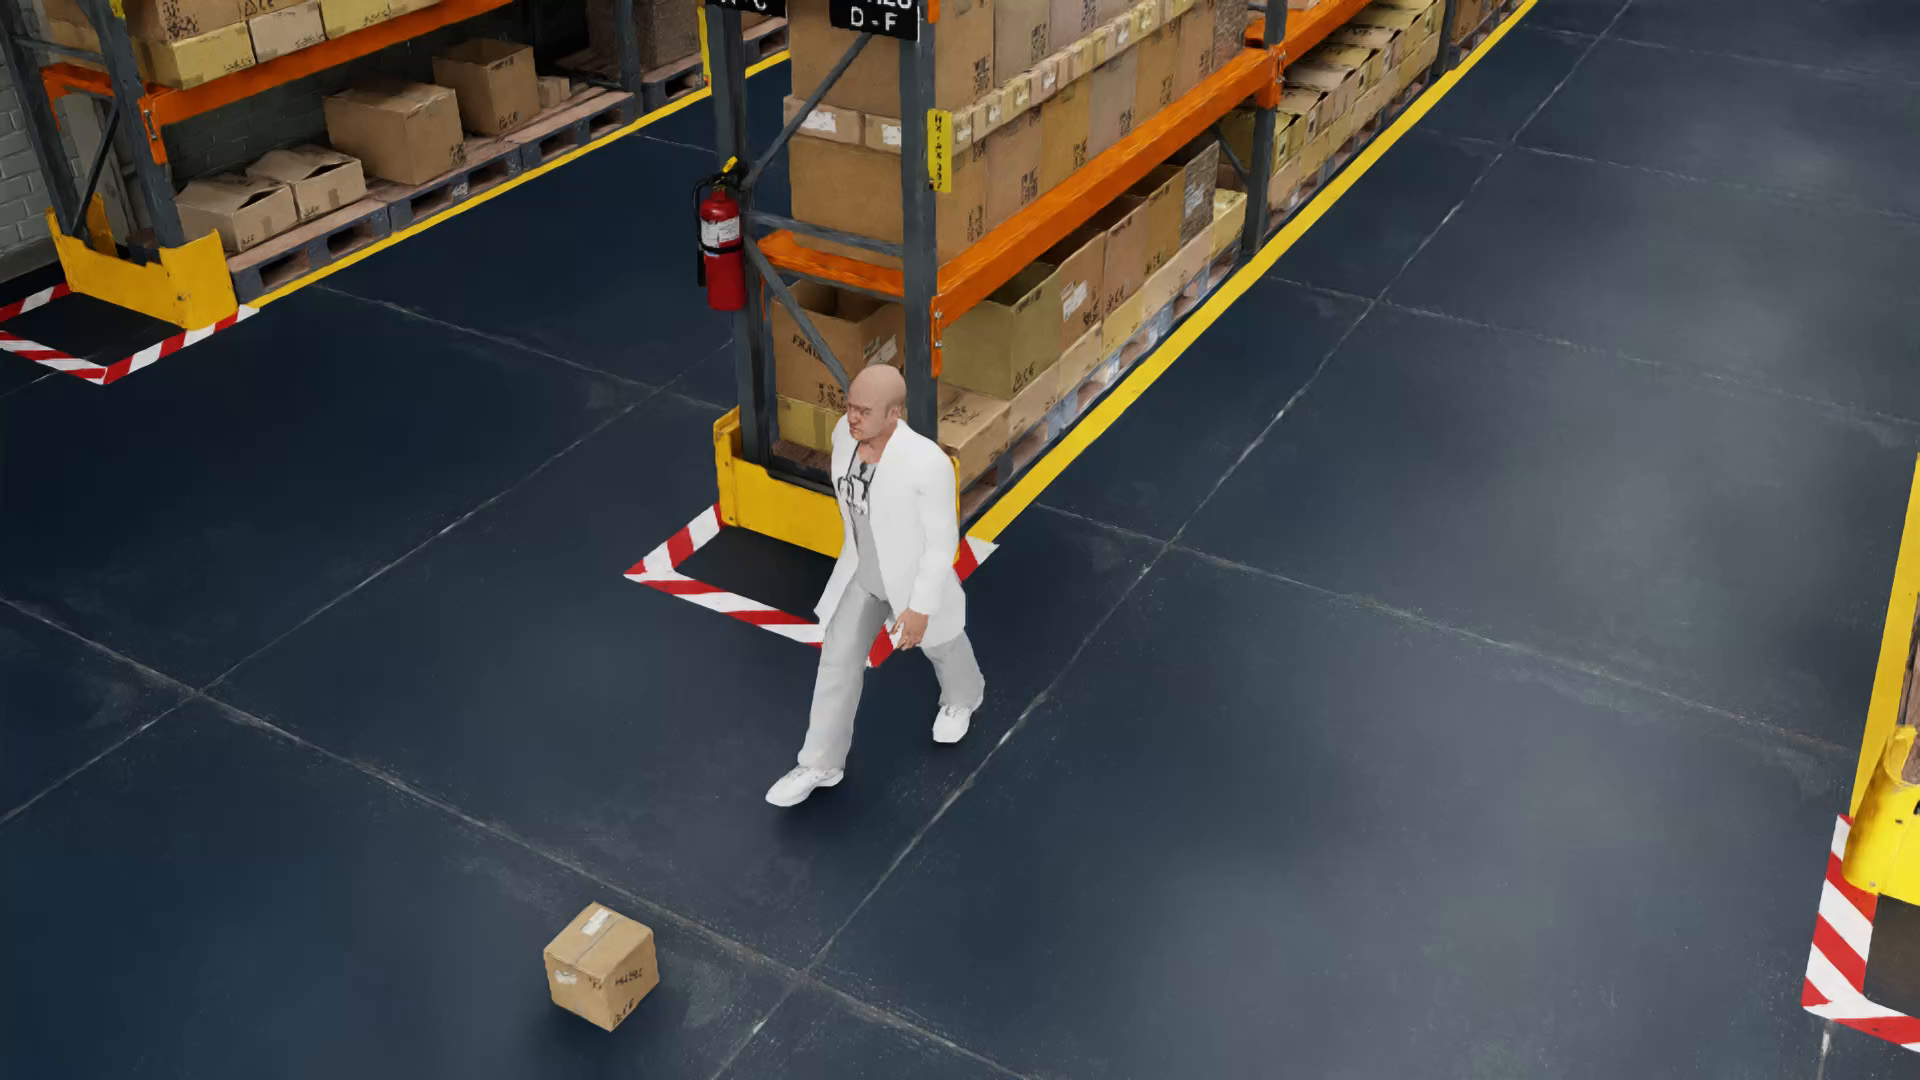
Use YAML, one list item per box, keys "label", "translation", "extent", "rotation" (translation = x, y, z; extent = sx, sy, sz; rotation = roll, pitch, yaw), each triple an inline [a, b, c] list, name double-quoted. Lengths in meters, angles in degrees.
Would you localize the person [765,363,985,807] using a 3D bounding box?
- label: "person"
  translation: [-0.259, 0.141, 5.947]
  extent: [0.582, 1.723, 1.047]
  rotation: [22, 39, 29]
